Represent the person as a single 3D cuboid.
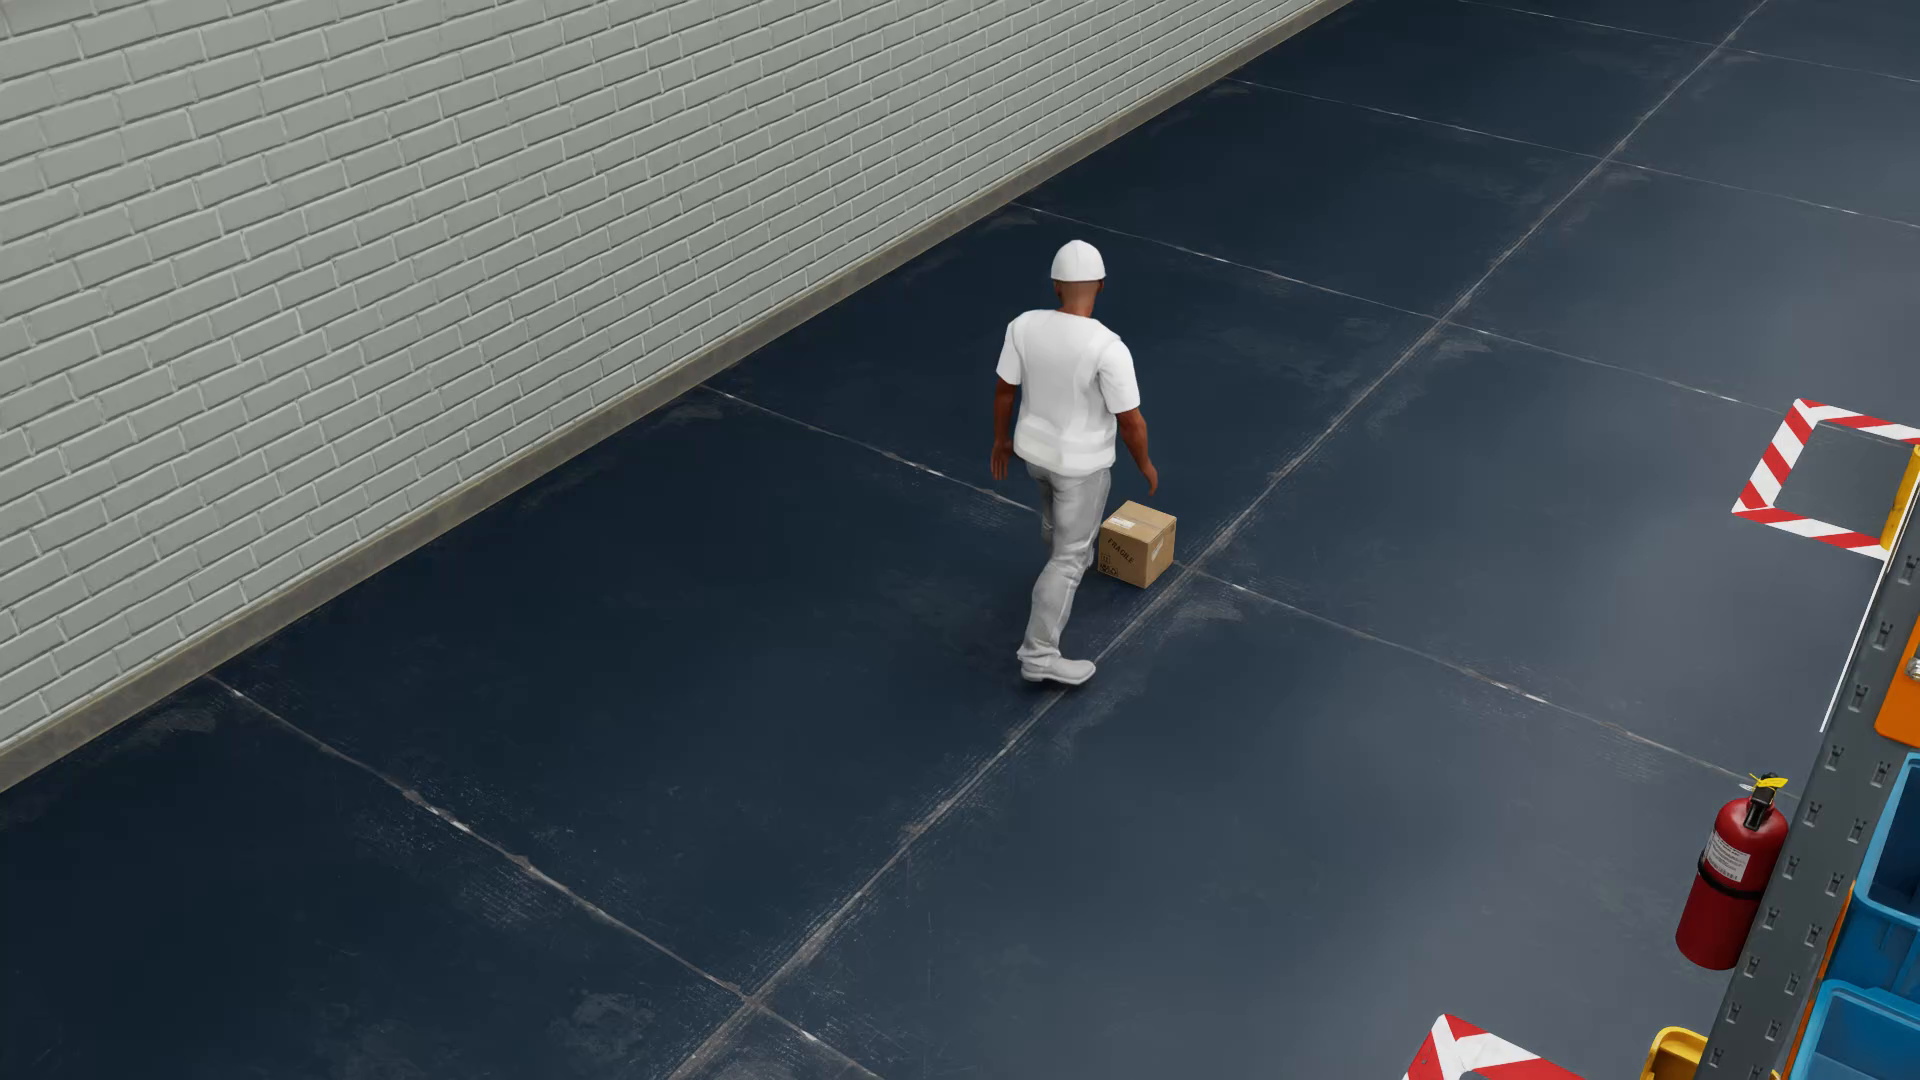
[{"bbox_3d":[0.464,-0.343,6.636,0.673,1.740,0.934,28,43,34],"label":"person"}]
